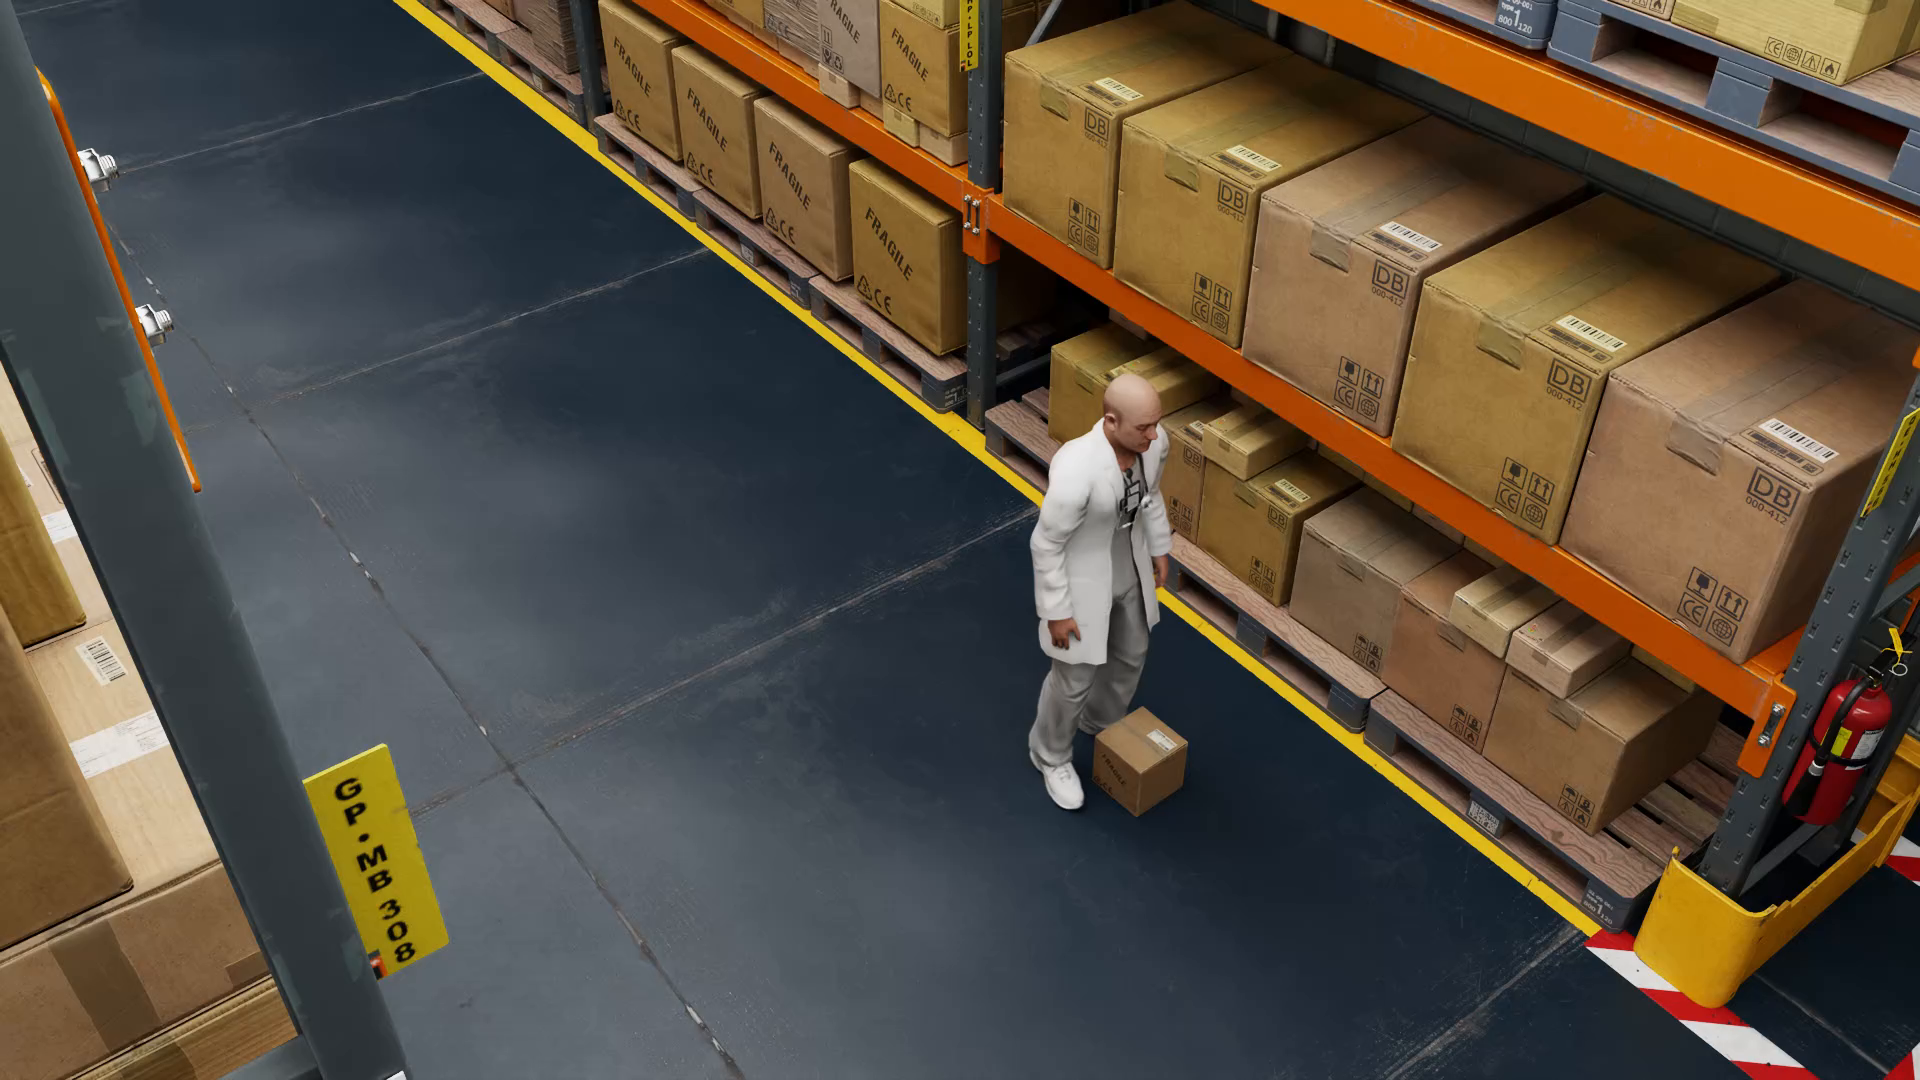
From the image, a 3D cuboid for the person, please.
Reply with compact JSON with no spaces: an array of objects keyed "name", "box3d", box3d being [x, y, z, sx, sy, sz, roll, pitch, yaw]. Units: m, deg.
[{"name":"person","box3d":[0.521,0.147,5.991,0.654,1.774,0.424,-30,48,-31]}]
